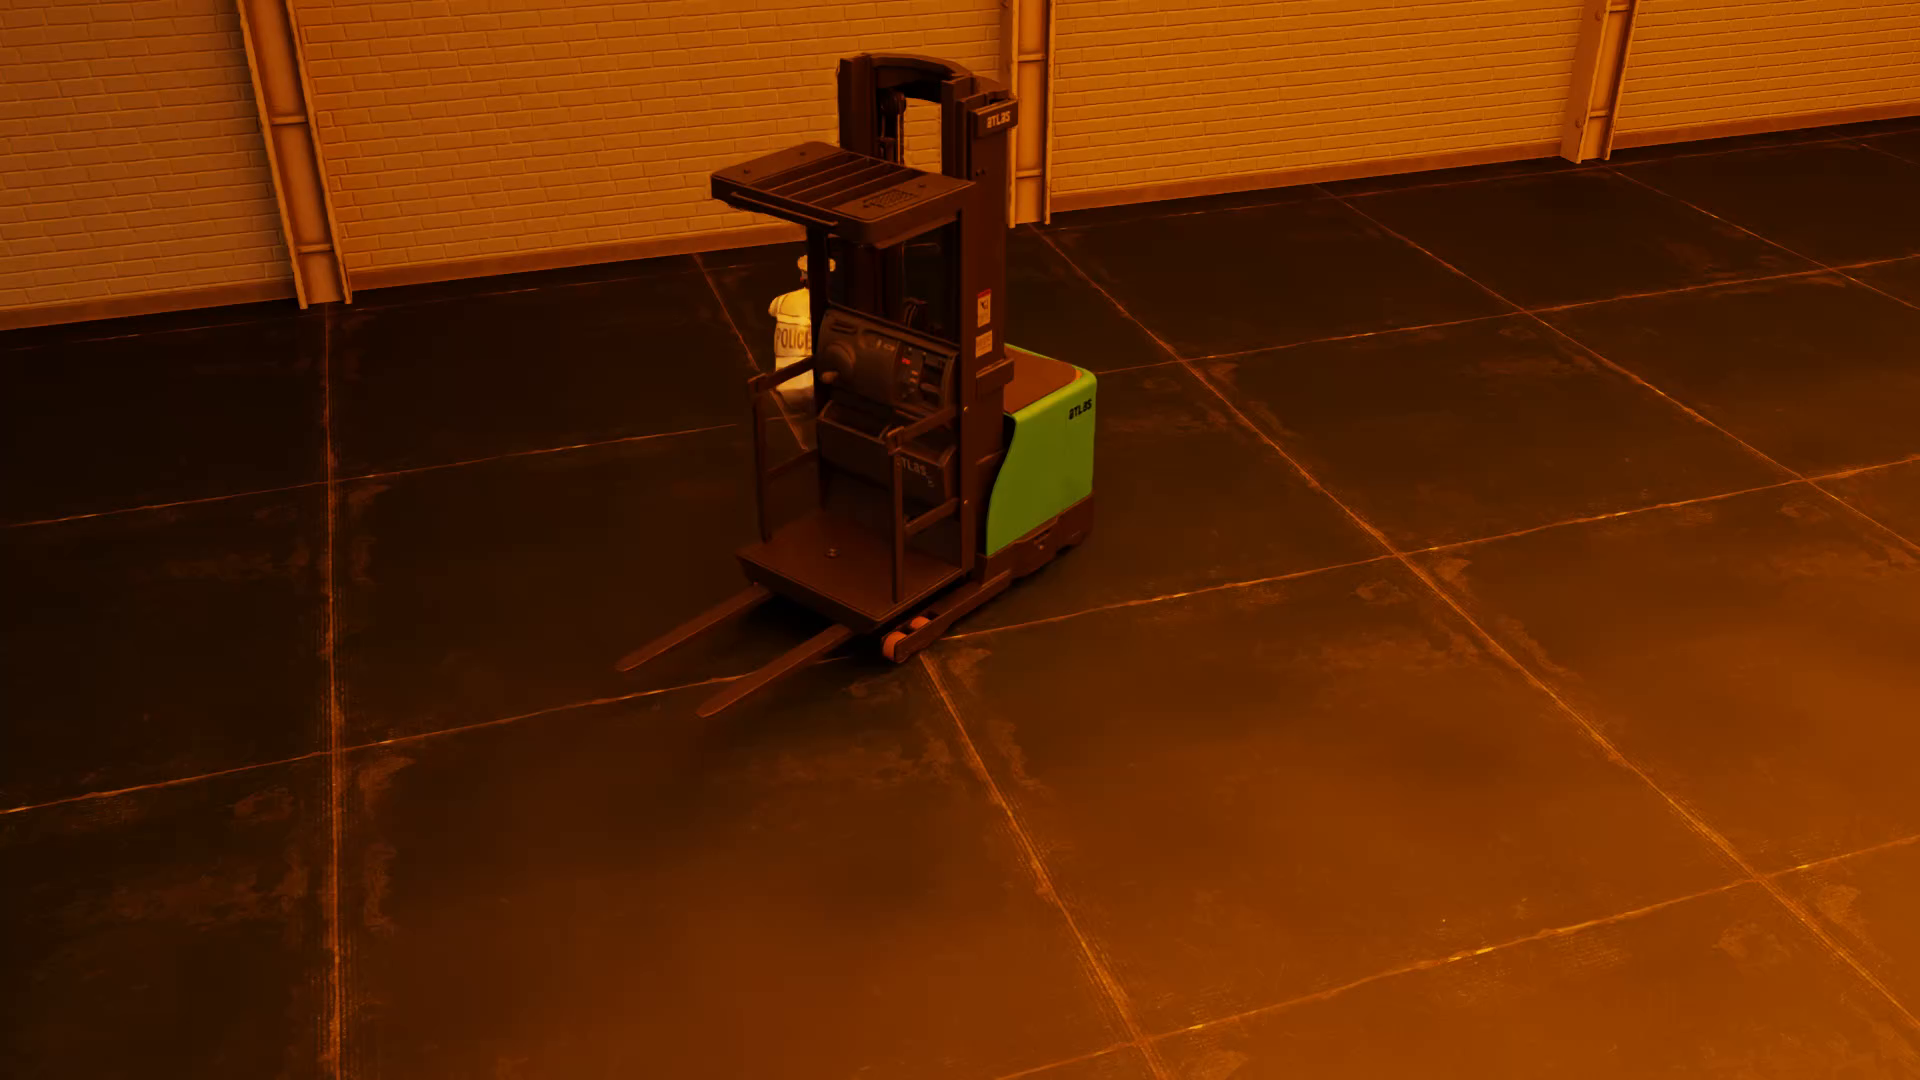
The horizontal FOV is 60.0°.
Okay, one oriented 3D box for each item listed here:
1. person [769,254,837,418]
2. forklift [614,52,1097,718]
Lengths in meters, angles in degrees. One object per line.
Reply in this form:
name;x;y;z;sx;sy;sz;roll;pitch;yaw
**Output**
person;-0.723;-1.081;10.504;1.095;1.422;0.898;10;31;17
forklift;-0.531;-0.897;8.646;1.130;2.935;3.031;23;37;34
